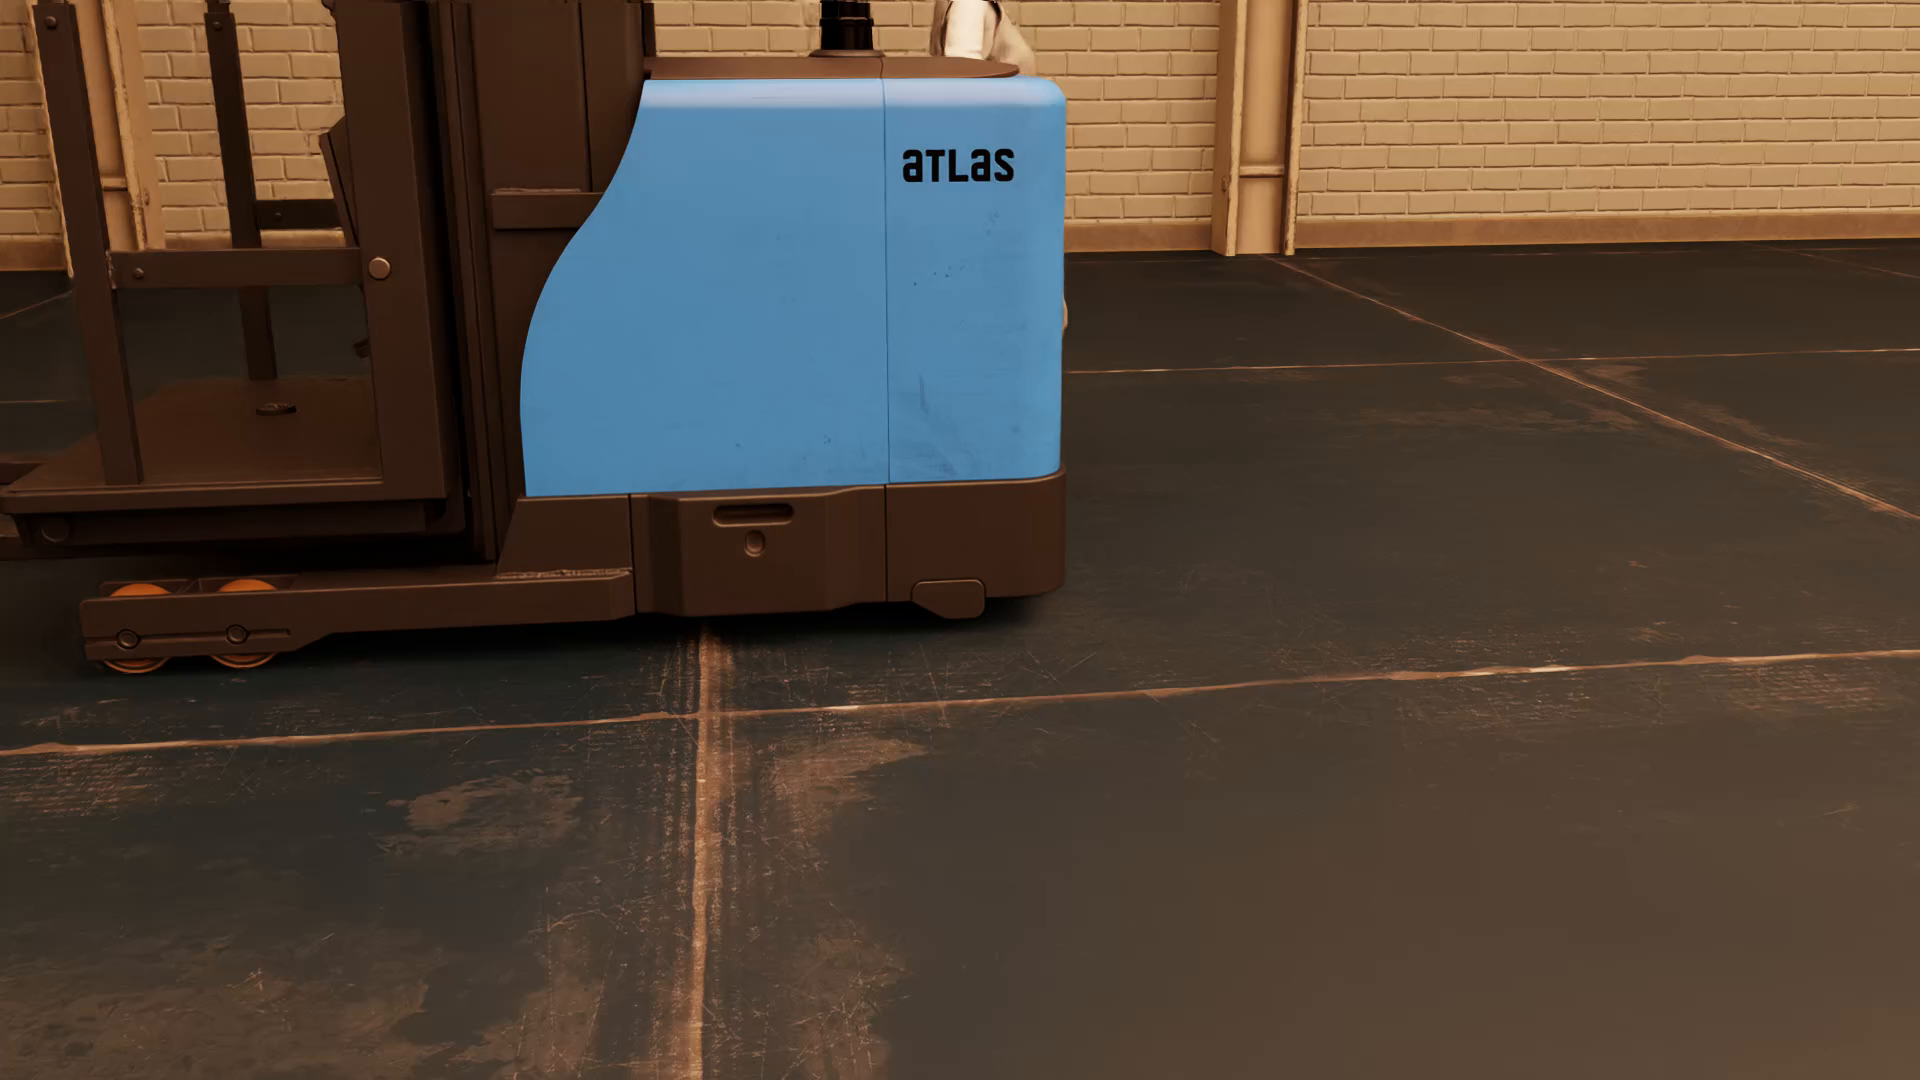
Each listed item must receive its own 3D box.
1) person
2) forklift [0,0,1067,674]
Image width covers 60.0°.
[{"bbox_3d":[0.076,-0.926,4.449,0.470,1.529,0.708,2,17,8],"label":"person"},{"bbox_3d":[-1.343,-1.314,3.247,3.031,2.935,1.130,-2,17,-8],"label":"forklift"}]
